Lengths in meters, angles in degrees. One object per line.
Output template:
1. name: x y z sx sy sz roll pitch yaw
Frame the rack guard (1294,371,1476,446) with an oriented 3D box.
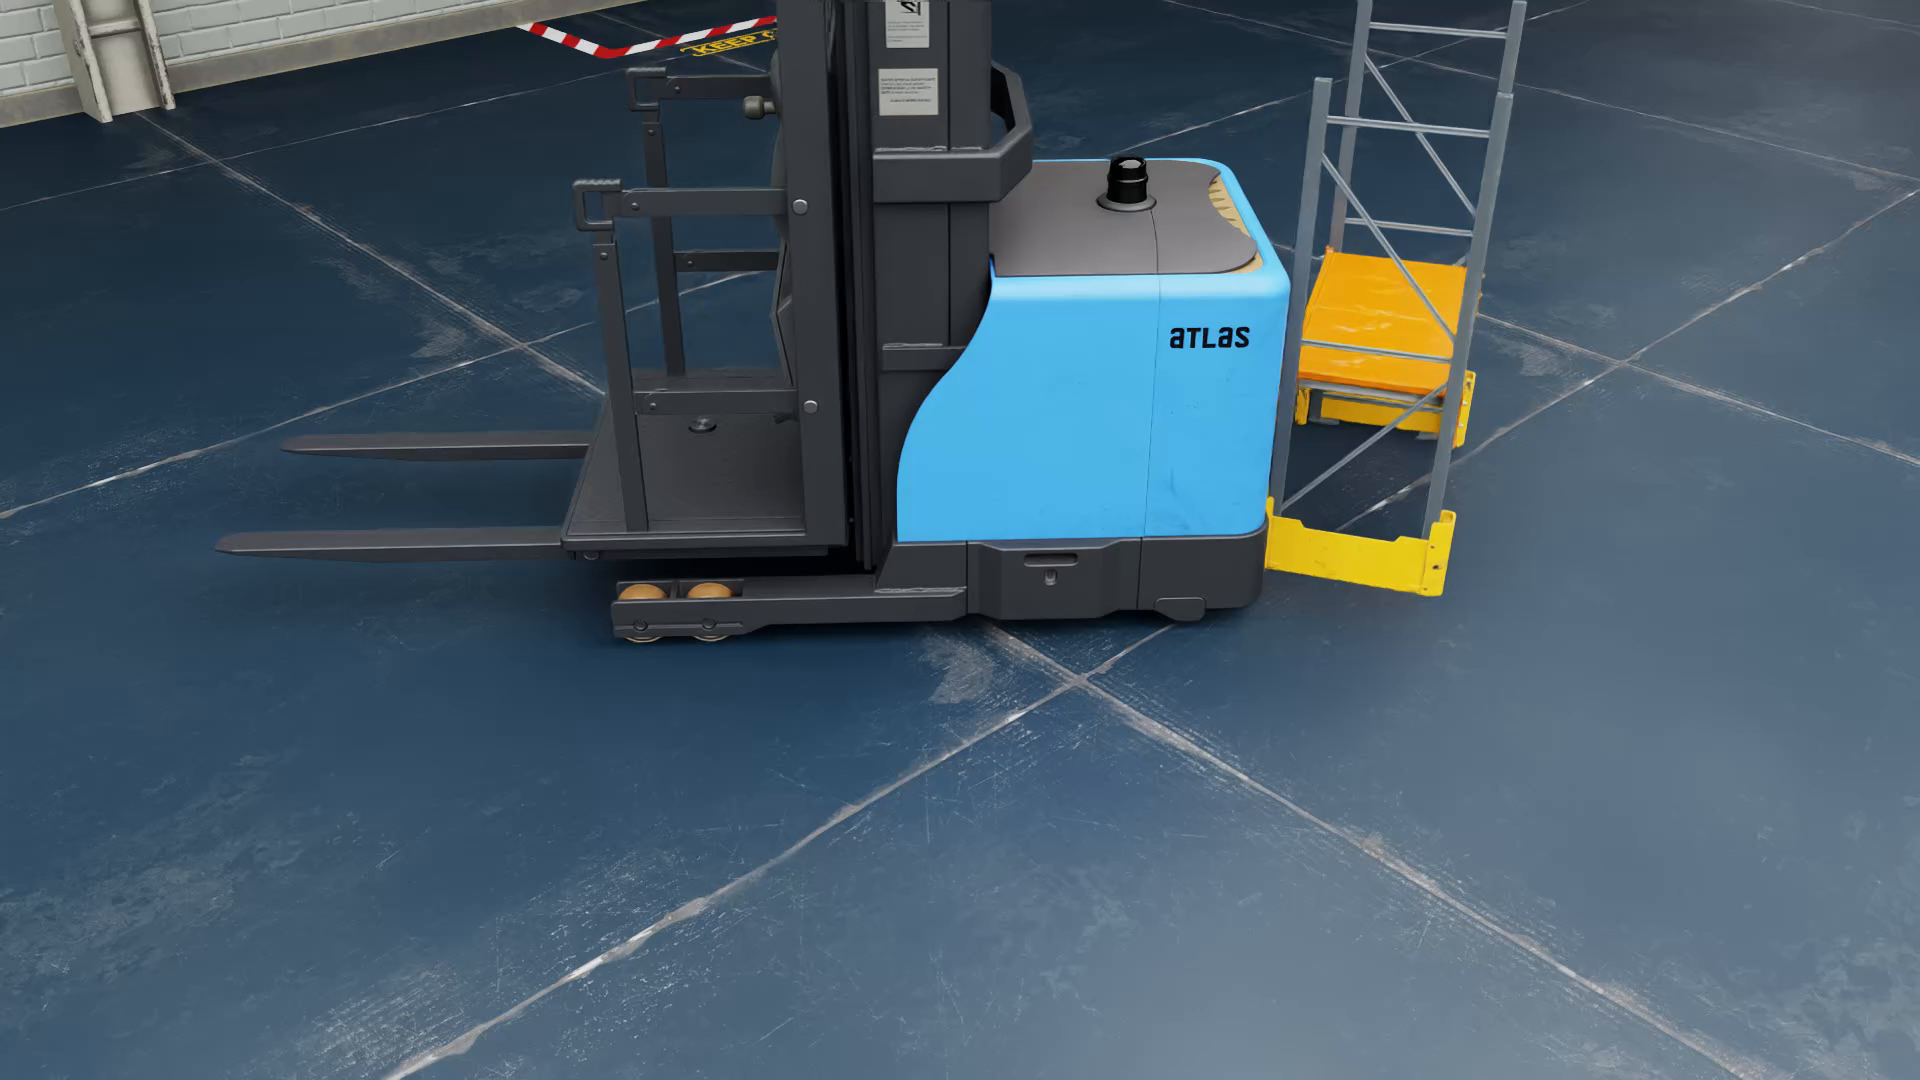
1. rack guard: 1.482 -0.497 5.824 0.587 0.250 0.087 10 33 15

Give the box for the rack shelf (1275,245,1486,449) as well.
1. rack shelf: 1.324 -0.626 5.180 0.538 0.185 1.000 10 33 15

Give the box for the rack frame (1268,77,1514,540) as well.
1. rack frame: 1.167 -0.527 4.674 0.500 1.500 0.032 10 33 15

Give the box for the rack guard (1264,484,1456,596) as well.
1. rack guard: 1.173 -0.003 5.016 0.587 0.250 0.087 10 33 15

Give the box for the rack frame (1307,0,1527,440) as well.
1. rack frame: 1.482 -1.031 5.499 0.500 1.500 0.032 10 33 15

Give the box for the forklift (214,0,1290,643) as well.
1. forklift: -0.647 -1.238 4.464 3.031 2.935 1.130 -1 31 -2

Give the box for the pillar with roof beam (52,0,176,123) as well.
1. pillar with roof beam: -1.624 -4.555 4.073 0.400 9.000 9.100 -26 40 -35

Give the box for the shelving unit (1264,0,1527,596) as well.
1. shelving unit: 1.327 -0.784 5.094 0.587 1.500 1.083 10 33 15
